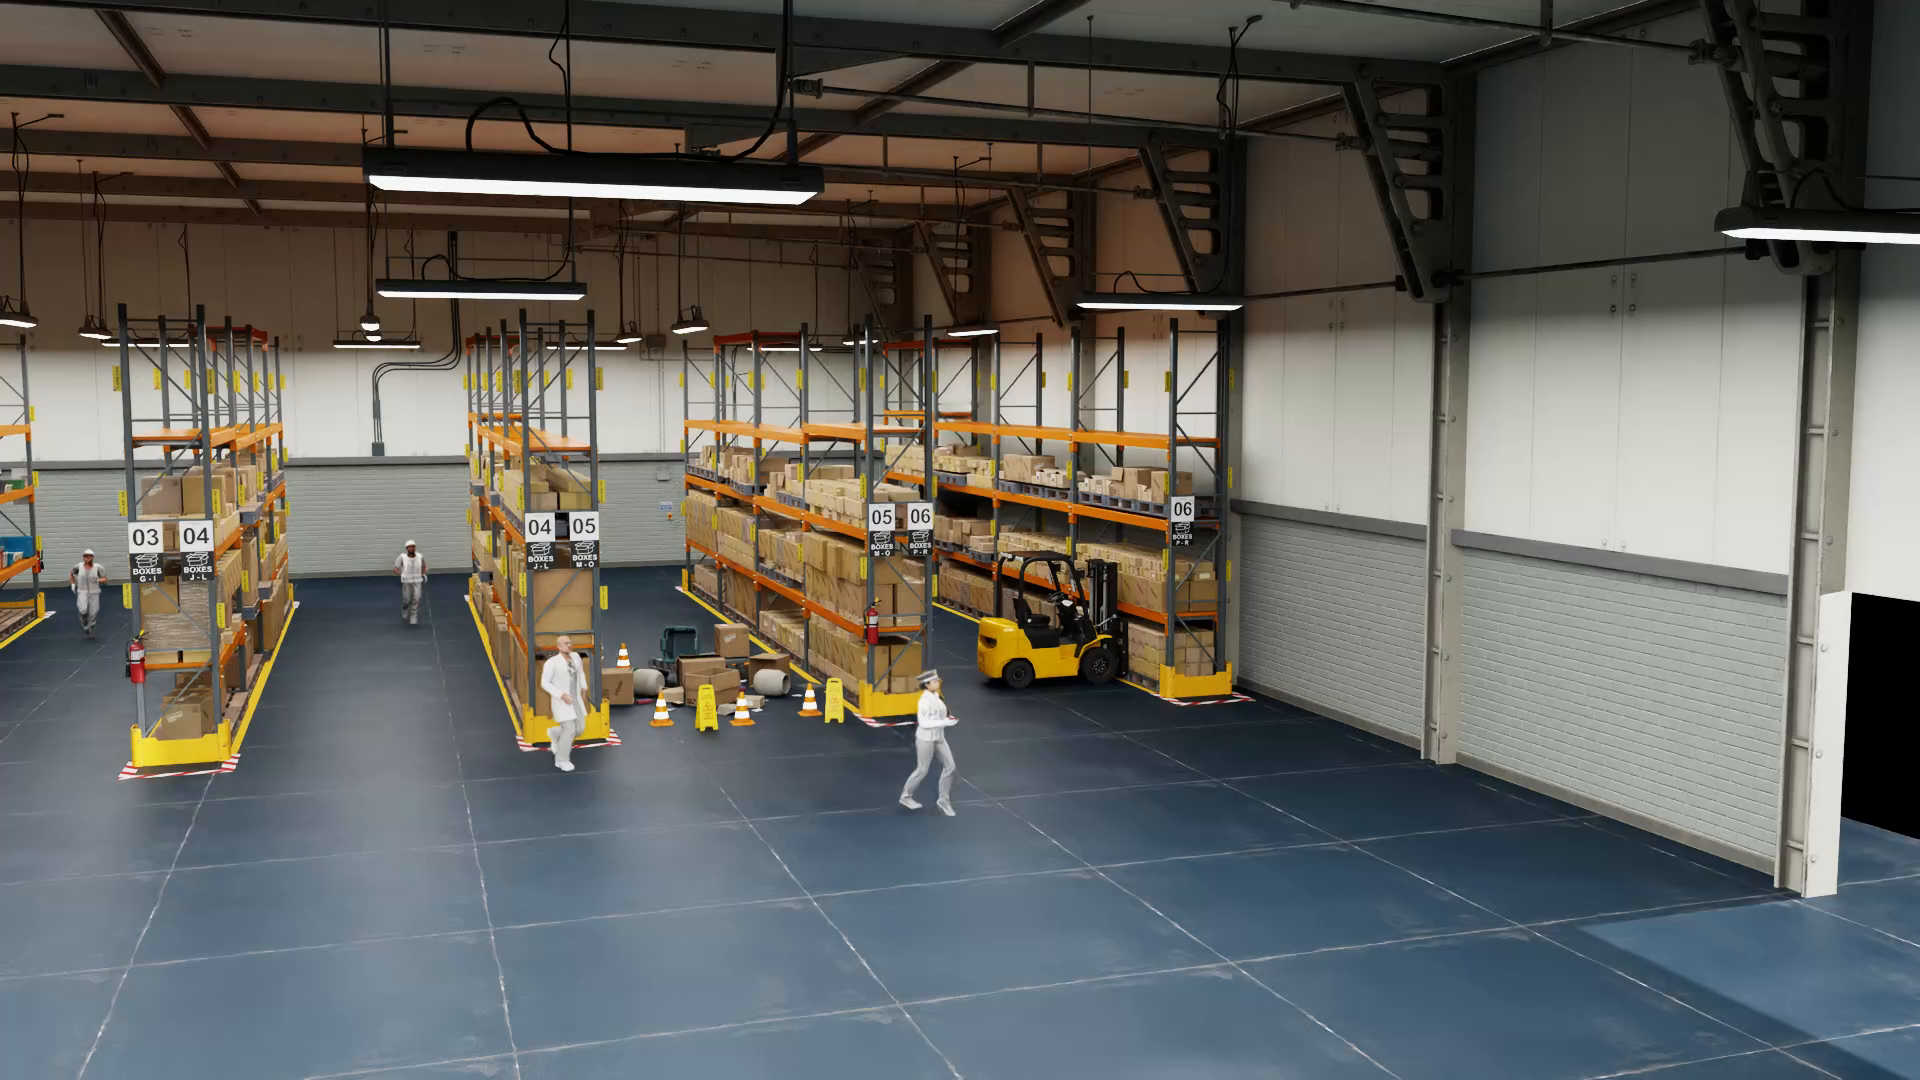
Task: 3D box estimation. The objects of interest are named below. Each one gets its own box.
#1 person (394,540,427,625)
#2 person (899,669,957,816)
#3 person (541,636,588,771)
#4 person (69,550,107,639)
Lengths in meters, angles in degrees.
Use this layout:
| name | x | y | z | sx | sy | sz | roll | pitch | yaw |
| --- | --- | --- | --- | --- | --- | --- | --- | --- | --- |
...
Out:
| name | x | y | z | sx | sy | sz | roll | pitch | yaw |
| --- | --- | --- | --- | --- | --- | --- | --- | --- | --- |
| person | -11.351 | 0.873 | 34.408 | 0.677 | 1.741 | 0.671 | -3 | 6 | -32 |
| person | -0.347 | 2.351 | 19.219 | 0.739 | 1.748 | 0.594 | 3 | 6 | 25 |
| person | -5.138 | 2.098 | 21.597 | 0.707 | 1.747 | 0.741 | 4 | 7 | 36 |
| person | -16.935 | 1.052 | 32.326 | 0.647 | 1.750 | 0.735 | -3 | 6 | -27 |
